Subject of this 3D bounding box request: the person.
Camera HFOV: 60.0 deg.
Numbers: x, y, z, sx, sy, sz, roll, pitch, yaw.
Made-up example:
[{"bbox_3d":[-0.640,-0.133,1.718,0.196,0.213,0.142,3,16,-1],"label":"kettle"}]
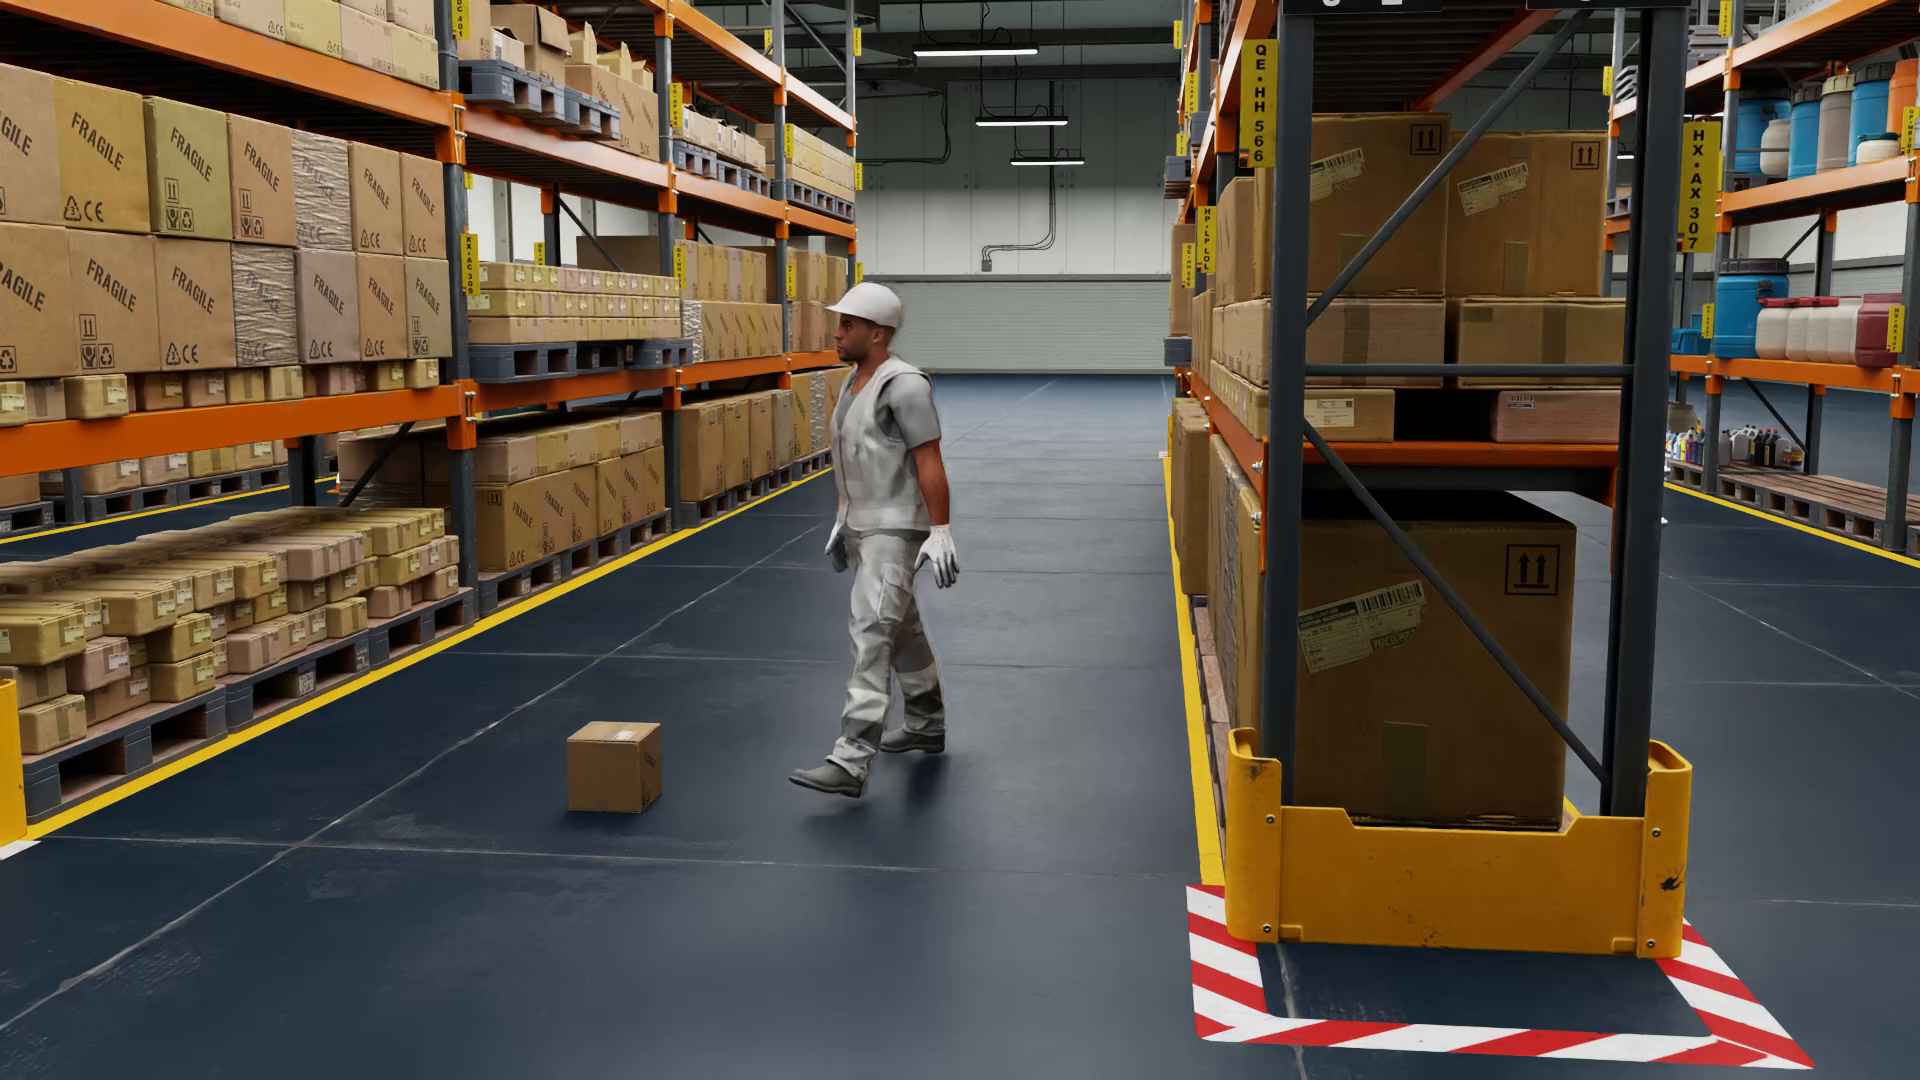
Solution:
[{"bbox_3d":[-0.334,-0.020,5.832,0.853,1.750,0.777,-4,8,-27],"label":"person"}]
